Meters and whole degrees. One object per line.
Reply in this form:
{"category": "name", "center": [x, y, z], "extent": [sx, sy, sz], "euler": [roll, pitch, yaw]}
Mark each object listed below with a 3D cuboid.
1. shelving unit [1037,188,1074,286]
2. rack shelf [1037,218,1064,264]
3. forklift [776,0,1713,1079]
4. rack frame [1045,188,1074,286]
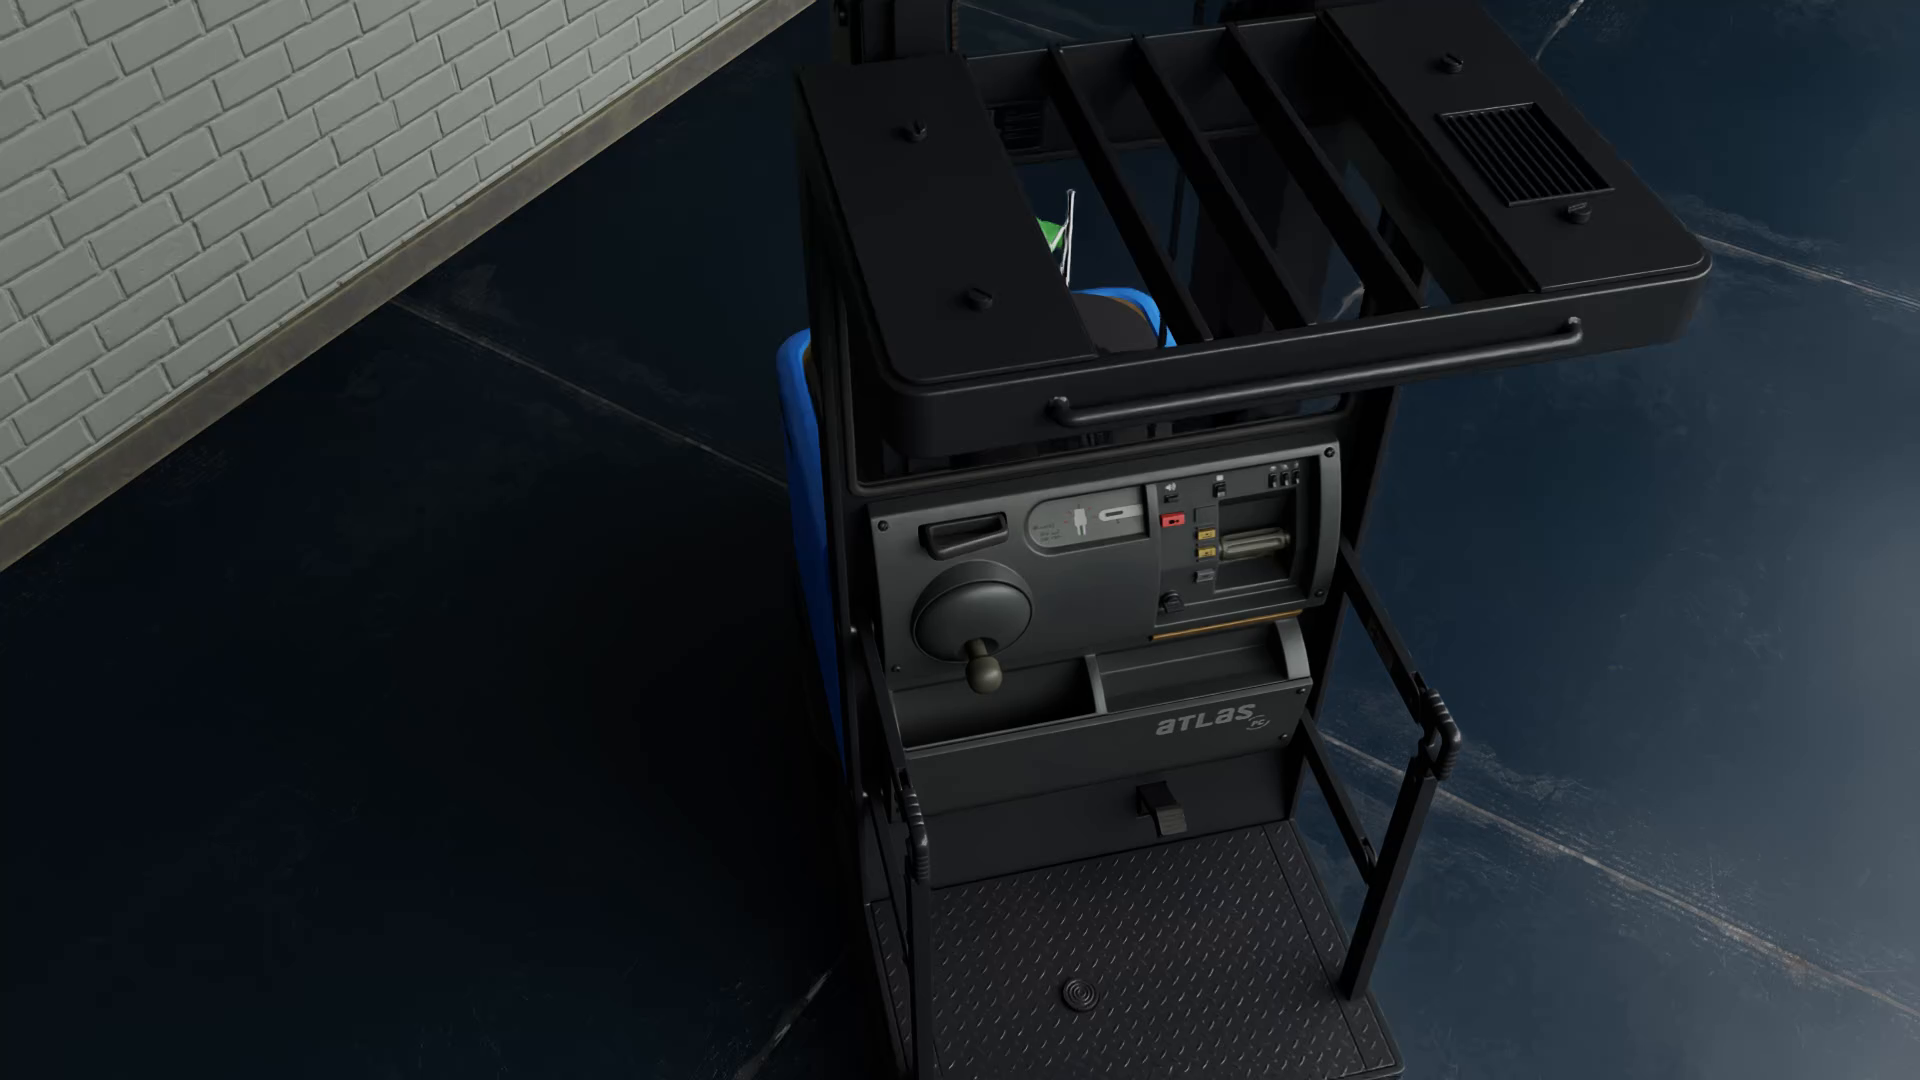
{"category": "shelving unit", "center": [0.030, -0.517, 4.916], "extent": [0.503, 1.200, 0.258], "euler": [16, 48, 15]}
{"category": "rack shelf", "center": [0.030, -0.807, 4.617], "extent": [0.480, 0.148, 0.258], "euler": [16, 48, 15]}
{"category": "forklift", "center": [0.343, 0.140, 3.070], "extent": [1.130, 2.935, 3.031], "euler": [-9, 47, -9]}
{"category": "rack frame", "center": [0.257, -0.453, 4.854], "extent": [0.015, 1.200, 0.240], "euler": [16, 48, 15]}
